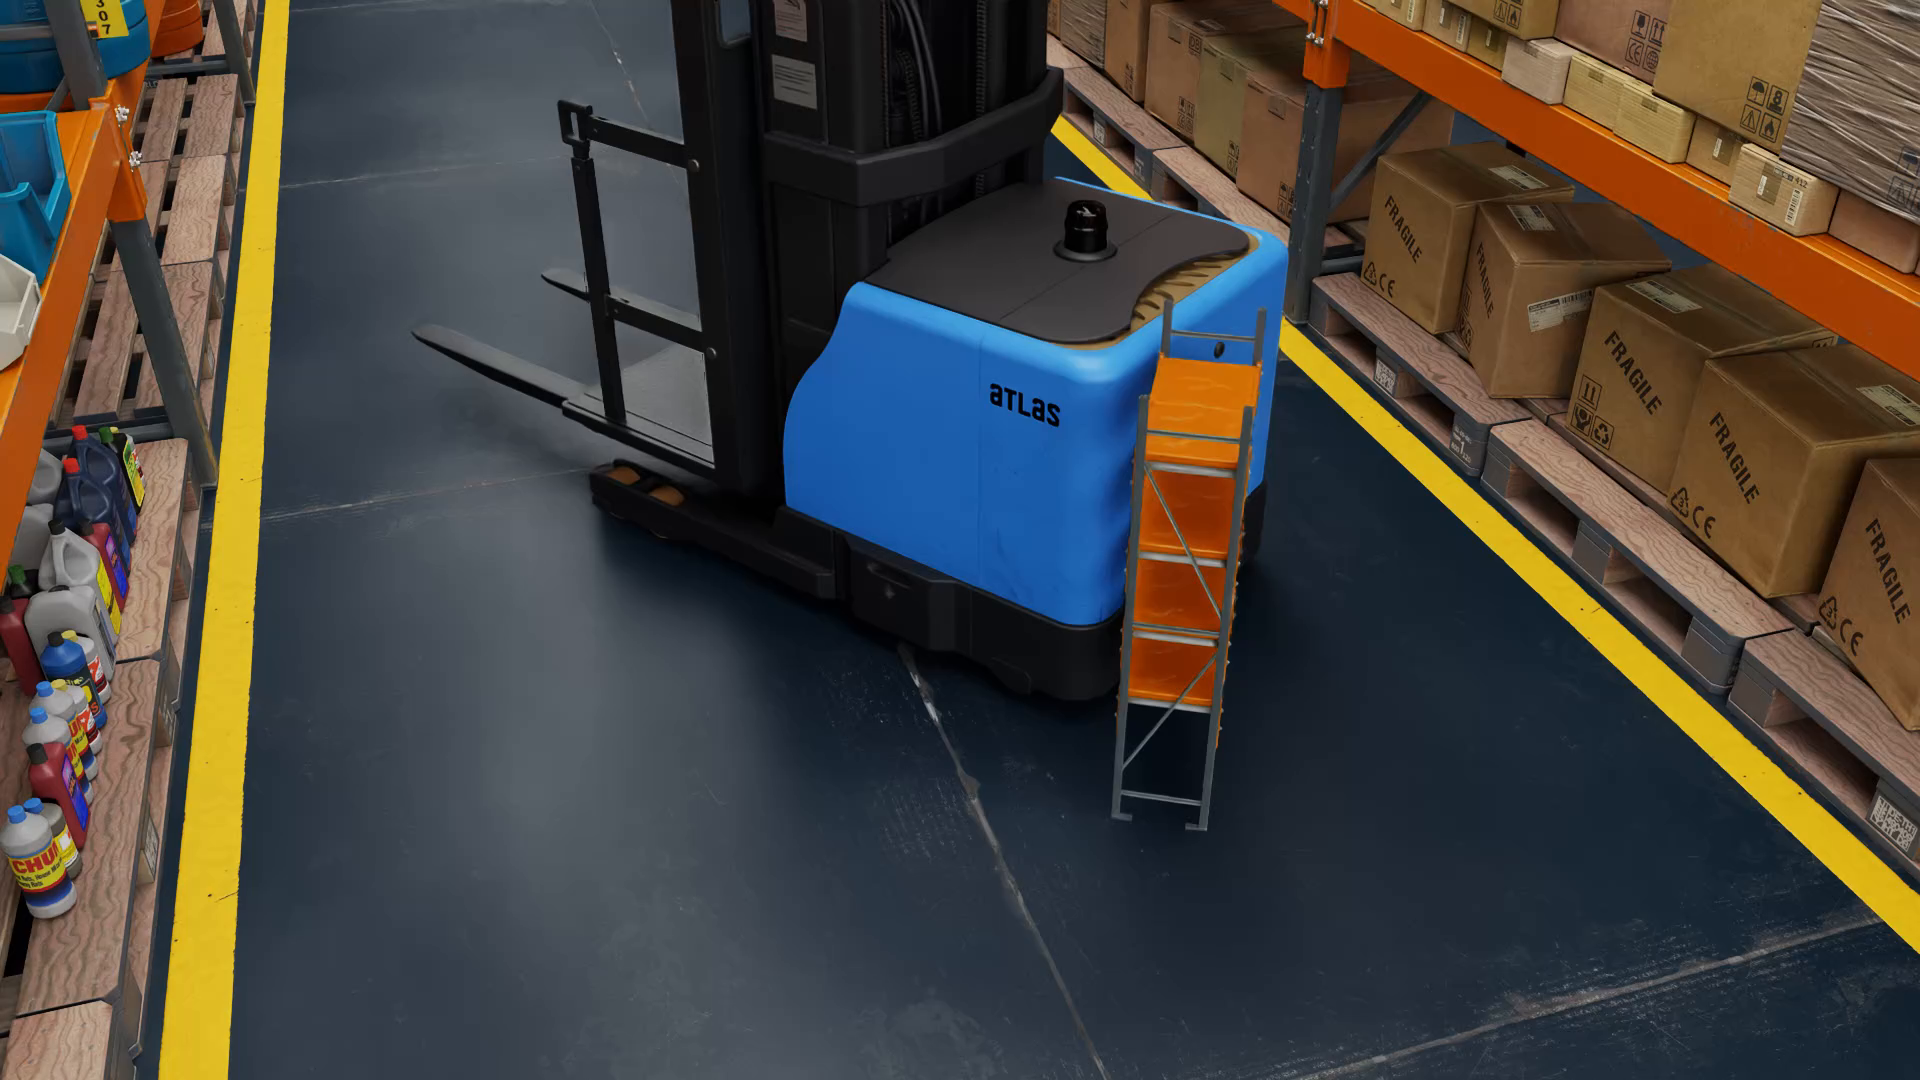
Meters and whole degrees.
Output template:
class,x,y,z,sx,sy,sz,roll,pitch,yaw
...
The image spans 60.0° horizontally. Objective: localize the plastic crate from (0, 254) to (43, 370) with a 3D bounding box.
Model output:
class,x,y,z,sx,sy,sz,roll,pitch,yaw
plastic crate,-2.216,-0.449,3.448,0.530,0.136,0.437,-10,35,-15

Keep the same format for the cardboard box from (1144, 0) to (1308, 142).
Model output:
class,x,y,z,sx,sy,sz,roll,pitch,yaw
cardboard box,1.299,-2.216,7.751,0.700,0.500,0.500,-13,36,-19

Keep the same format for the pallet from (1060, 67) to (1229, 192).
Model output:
class,x,y,z,sx,sy,sz,roll,pitch,yaw
pallet,1.150,-2.089,8.219,1.003,0.211,1.213,-10,35,-15

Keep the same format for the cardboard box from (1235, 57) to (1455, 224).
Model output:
class,x,y,z,sx,sy,sz,roll,pitch,yaw
cardboard box,1.598,-1.668,6.922,0.700,0.500,0.500,-13,36,-18

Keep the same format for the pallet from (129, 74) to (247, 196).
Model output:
class,x,y,z,sx,sy,sz,roll,pitch,yaw
pallet,-3.973,-1.892,7.922,1.003,0.211,1.213,-10,35,-15

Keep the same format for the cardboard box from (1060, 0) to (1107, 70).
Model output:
class,x,y,z,sx,sy,sz,roll,pitch,yaw
cardboard box,0.949,-2.805,8.642,0.700,0.500,0.500,-13,36,-19

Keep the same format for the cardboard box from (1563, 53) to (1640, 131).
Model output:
class,x,y,z,sx,sy,sz,roll,pitch,yaw
cardboard box,1.948,-1.281,4.696,0.380,0.149,0.250,-10,35,-15

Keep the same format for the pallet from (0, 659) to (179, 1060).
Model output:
class,x,y,z,sx,sy,sz,roll,pitch,yaw
pallet,-2.411,0.796,3.854,1.003,0.211,1.213,-10,35,-15

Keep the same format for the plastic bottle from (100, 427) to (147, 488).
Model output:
class,x,y,z,sx,sy,sz,roll,pitch,yaw
plastic bottle,-2.545,-0.247,5.042,0.097,0.201,0.097,0,33,0

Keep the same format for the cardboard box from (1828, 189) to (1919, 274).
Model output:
class,x,y,z,sx,sy,sz,roll,pitch,yaw
cardboard box,2.304,-0.765,3.915,0.380,0.149,0.250,-10,35,-15

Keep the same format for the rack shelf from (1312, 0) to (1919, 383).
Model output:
class,x,y,z,sx,sy,sz,roll,pitch,yaw
rack shelf,2.375,-0.852,4.470,1.077,0.370,4.000,-10,35,-15

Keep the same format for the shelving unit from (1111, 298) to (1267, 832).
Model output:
class,x,y,z,sx,sy,sz,roll,pitch,yaw
shelving unit,0.550,0.077,4.044,0.258,1.200,0.503,7,34,10

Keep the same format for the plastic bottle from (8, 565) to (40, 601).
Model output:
class,x,y,z,sx,sy,sz,roll,pitch,yaw
plastic bottle,-2.414,0.172,4.334,0.061,0.283,0.133,-10,35,-15

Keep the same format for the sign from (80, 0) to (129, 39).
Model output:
class,x,y,z,sx,sy,sz,roll,pitch,yaw
sign,-2.425,-1.571,4.656,0.100,0.325,0.005,-10,35,-15

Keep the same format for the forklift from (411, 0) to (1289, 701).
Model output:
class,x,y,z,sx,sy,sz,roll,pitch,yaw
forklift,-0.564,-1.437,4.766,3.031,2.935,1.130,22,39,30

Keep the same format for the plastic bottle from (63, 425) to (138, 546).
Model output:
class,x,y,z,sx,sy,sz,roll,pitch,yaw
plastic bottle,-2.481,-0.158,4.771,0.144,0.351,0.185,-11,35,-16

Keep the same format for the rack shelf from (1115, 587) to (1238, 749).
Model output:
class,x,y,z,sx,sy,sz,roll,pitch,yaw
rack shelf,0.550,0.299,4.191,0.258,0.148,0.480,7,34,10

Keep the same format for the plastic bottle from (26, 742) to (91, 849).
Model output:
class,x,y,z,sx,sy,sz,roll,pitch,yaw
plastic bottle,-2.040,0.555,3.754,0.061,0.283,0.133,-9,35,-14

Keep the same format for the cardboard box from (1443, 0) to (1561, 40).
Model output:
class,x,y,z,sx,sy,sz,roll,pitch,yaw
cardboard box,1.962,-1.852,4.972,0.875,0.500,0.500,-10,35,-15

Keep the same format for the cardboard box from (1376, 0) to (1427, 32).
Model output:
class,x,y,z,sx,sy,sz,roll,pitch,yaw
cardboard box,1.607,-1.800,5.481,0.380,0.149,0.250,-10,35,-15

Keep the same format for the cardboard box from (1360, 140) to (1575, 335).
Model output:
class,x,y,z,sx,sy,sz,roll,pitch,yaw
cardboard box,1.848,-1.117,6.107,0.500,0.500,0.500,-11,35,-16

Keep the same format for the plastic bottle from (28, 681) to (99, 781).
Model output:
class,x,y,z,sx,sy,sz,roll,pitch,yaw
plastic bottle,-2.124,0.449,3.925,0.097,0.271,0.097,0,33,0

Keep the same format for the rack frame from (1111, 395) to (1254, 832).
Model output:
class,x,y,z,sx,sy,sz,roll,pitch,yaw
rack frame,0.499,0.209,3.845,0.240,1.200,0.015,7,34,10

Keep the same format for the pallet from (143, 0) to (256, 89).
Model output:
class,x,y,z,sx,sy,sz,roll,pitch,yaw
pallet,-4.453,-2.713,9.163,1.003,0.211,1.213,-10,35,-15

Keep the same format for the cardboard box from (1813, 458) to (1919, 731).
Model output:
class,x,y,z,sx,sy,sz,roll,pitch,yaw
cardboard box,2.595,0.127,4.223,0.500,0.500,0.500,-1,33,-2

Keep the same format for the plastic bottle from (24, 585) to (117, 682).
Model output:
class,x,y,z,sx,sy,sz,roll,pitch,yaw
plastic bottle,-2.279,0.230,4.253,0.152,0.276,0.135,-9,35,-14

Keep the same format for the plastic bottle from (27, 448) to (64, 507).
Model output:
class,x,y,z,sx,sy,sz,roll,pitch,yaw
plastic bottle,-2.619,-0.133,4.735,0.144,0.351,0.185,-10,35,-15

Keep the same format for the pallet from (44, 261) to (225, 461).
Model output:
class,x,y,z,sx,sy,sz,roll,pitch,yaw
pallet,-3.229,-0.611,5.984,1.003,0.211,1.213,-10,35,-15

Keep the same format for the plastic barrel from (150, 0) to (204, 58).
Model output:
class,x,y,z,sx,sy,sz,roll,pitch,yaw
plastic barrel,-4.338,-2.993,8.646,0.600,0.830,0.708,-10,35,-15

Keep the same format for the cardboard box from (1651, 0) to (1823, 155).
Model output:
class,x,y,z,sx,sy,sz,roll,pitch,yaw
cardboard box,2.323,-1.337,4.193,0.875,0.500,0.500,-10,35,-15

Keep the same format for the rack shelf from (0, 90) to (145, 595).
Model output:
class,x,y,z,sx,sy,sz,roll,pitch,yaw
rack shelf,-2.342,-0.019,3.210,1.077,0.370,4.000,-10,35,-15

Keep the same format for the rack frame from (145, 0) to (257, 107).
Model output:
class,x,y,z,sx,sy,sz,roll,pitch,yaw
rack frame,-4.173,-3.469,7.779,1.000,3.000,0.127,-10,35,-15

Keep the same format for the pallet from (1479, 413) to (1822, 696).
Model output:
class,x,y,z,sx,sy,sz,roll,pitch,yaw
pallet,2.379,-0.050,5.134,1.003,0.211,1.213,-10,35,-15

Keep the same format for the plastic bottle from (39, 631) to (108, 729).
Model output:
class,x,y,z,sx,sy,sz,roll,pitch,yaw
plastic bottle,-2.185,0.343,4.086,0.097,0.271,0.097,0,33,0

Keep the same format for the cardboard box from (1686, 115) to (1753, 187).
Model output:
class,x,y,z,sx,sy,sz,roll,pitch,yaw
cardboard box,2.133,-1.025,4.308,0.380,0.149,0.250,-10,35,-15

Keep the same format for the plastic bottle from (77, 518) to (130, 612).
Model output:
class,x,y,z,sx,sy,sz,roll,pitch,yaw
plastic bottle,-2.334,0.050,4.519,0.061,0.283,0.133,-8,34,-12

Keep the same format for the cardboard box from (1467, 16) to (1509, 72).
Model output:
class,x,y,z,sx,sy,sz,roll,pitch,yaw
cardboard box,1.795,-1.544,5.093,0.380,0.149,0.250,-10,35,-15

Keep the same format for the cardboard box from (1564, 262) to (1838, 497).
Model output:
class,x,y,z,sx,sy,sz,roll,pitch,yaw
cardboard box,2.295,-0.505,5.180,0.500,0.500,0.500,-13,36,-19

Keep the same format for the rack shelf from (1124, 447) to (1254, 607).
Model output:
class,x,y,z,sx,sy,sz,roll,pitch,yaw
rack shelf,0.550,-0.053,3.958,0.258,0.148,0.480,7,34,10

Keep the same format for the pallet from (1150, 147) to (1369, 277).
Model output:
class,x,y,z,sx,sy,sz,roll,pitch,yaw
pallet,1.526,-1.447,7.248,1.003,0.211,1.213,-10,35,-15

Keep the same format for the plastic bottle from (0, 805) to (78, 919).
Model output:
class,x,y,z,sx,sy,sz,roll,pitch,yaw
plastic bottle,-1.989,0.682,3.573,0.097,0.271,0.097,0,33,0
